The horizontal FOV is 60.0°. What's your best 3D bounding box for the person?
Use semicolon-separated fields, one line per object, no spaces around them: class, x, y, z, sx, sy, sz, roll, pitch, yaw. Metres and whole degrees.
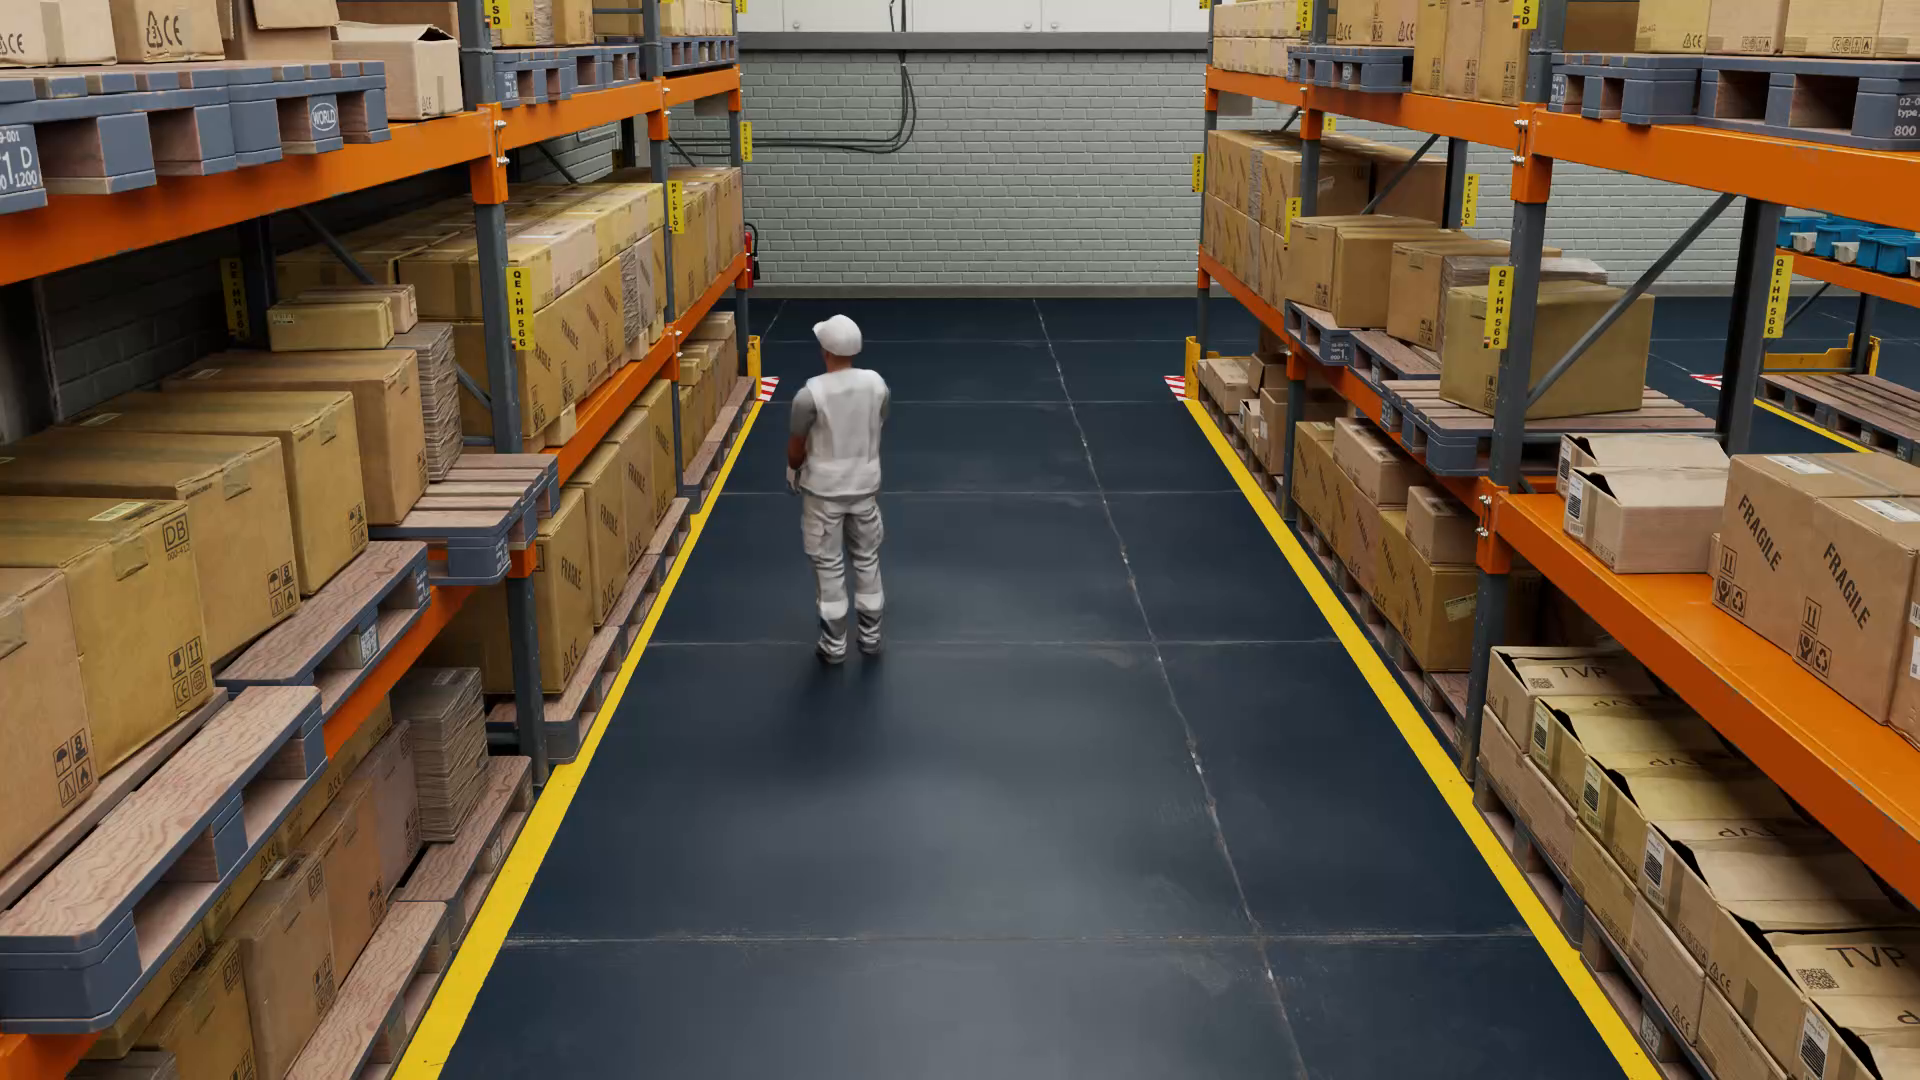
person;-0.615;-0.262;8.350;0.558;1.794;0.528;-9;19;-26
